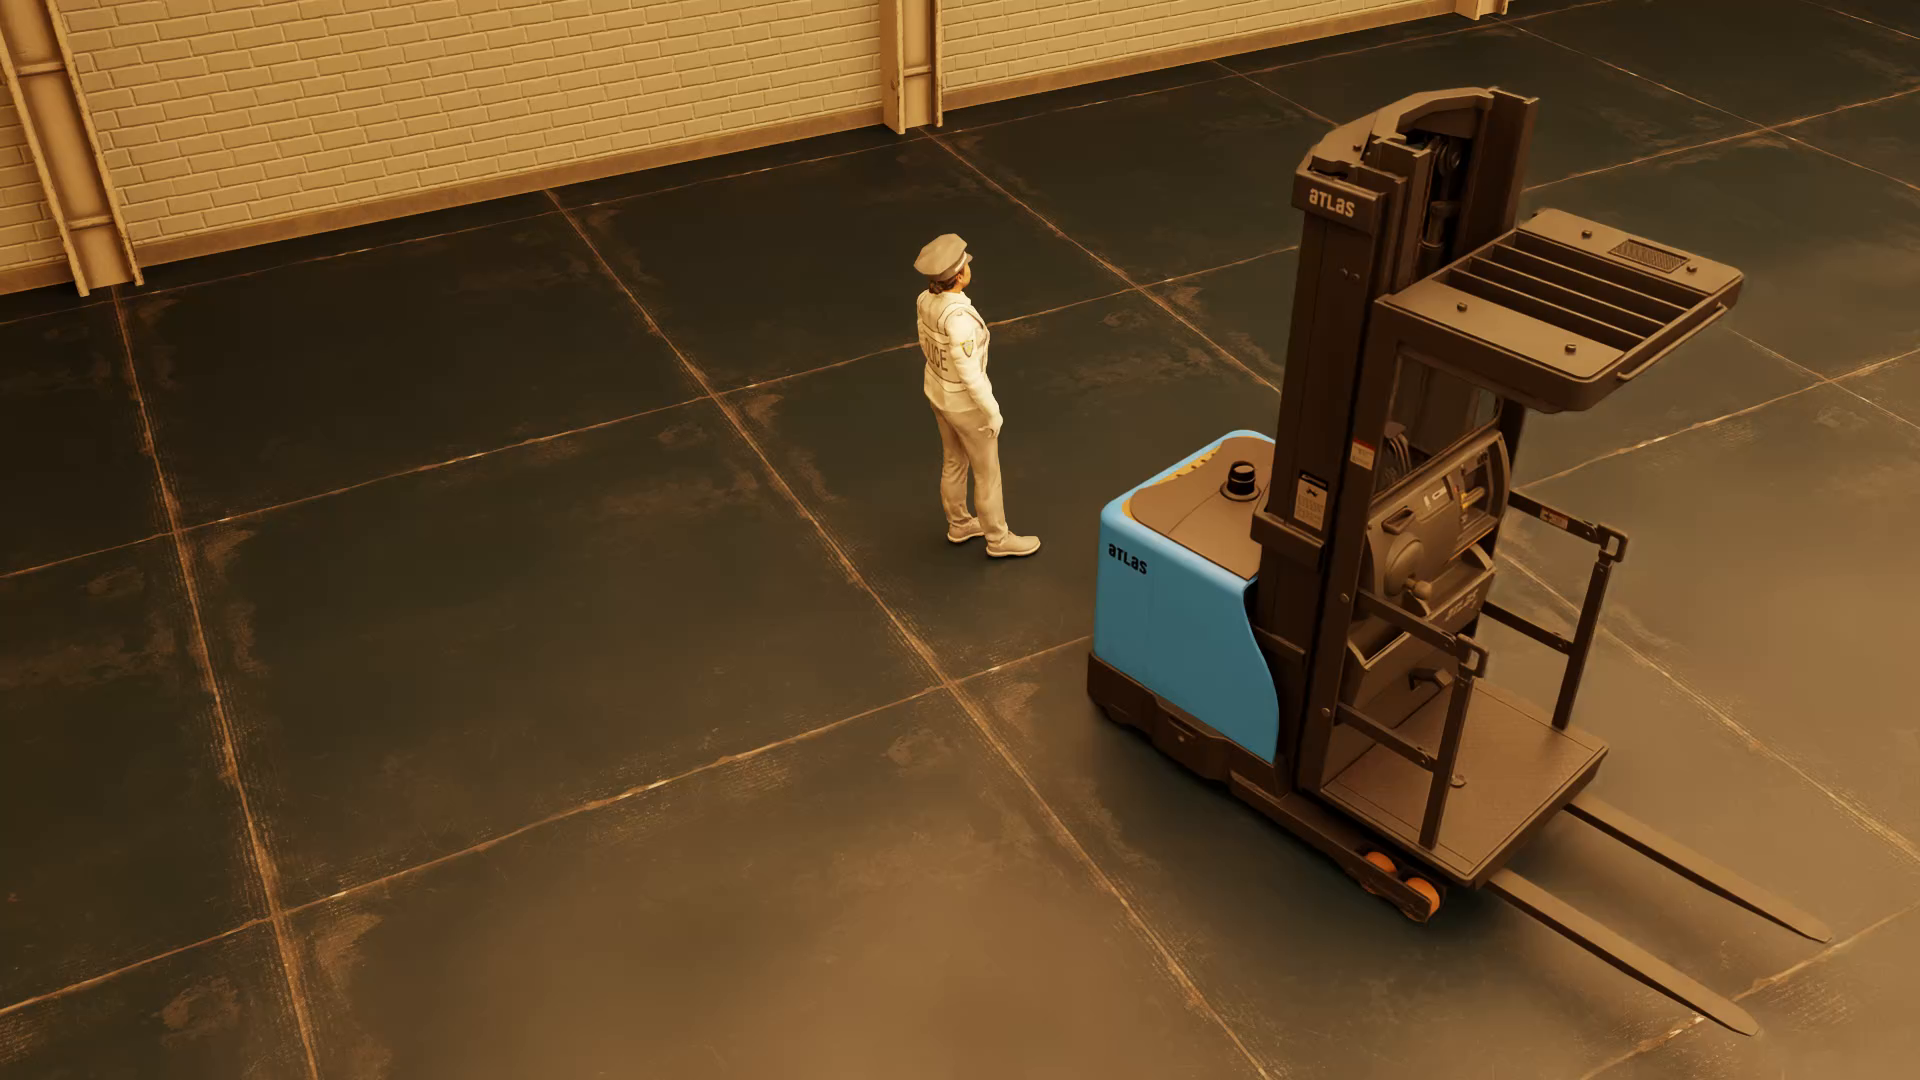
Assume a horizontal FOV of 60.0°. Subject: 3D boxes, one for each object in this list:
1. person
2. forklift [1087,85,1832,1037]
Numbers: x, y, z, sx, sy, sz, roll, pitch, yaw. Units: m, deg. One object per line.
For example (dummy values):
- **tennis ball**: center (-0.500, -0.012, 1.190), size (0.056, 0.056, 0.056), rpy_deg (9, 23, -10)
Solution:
- **person**: center (0.062, -0.713, 8.190), size (0.534, 1.696, 0.587), rpy_deg (-17, 39, -23)
- **forklift**: center (1.962, -0.039, 6.178), size (1.130, 2.935, 3.031), rpy_deg (-29, 45, -35)
